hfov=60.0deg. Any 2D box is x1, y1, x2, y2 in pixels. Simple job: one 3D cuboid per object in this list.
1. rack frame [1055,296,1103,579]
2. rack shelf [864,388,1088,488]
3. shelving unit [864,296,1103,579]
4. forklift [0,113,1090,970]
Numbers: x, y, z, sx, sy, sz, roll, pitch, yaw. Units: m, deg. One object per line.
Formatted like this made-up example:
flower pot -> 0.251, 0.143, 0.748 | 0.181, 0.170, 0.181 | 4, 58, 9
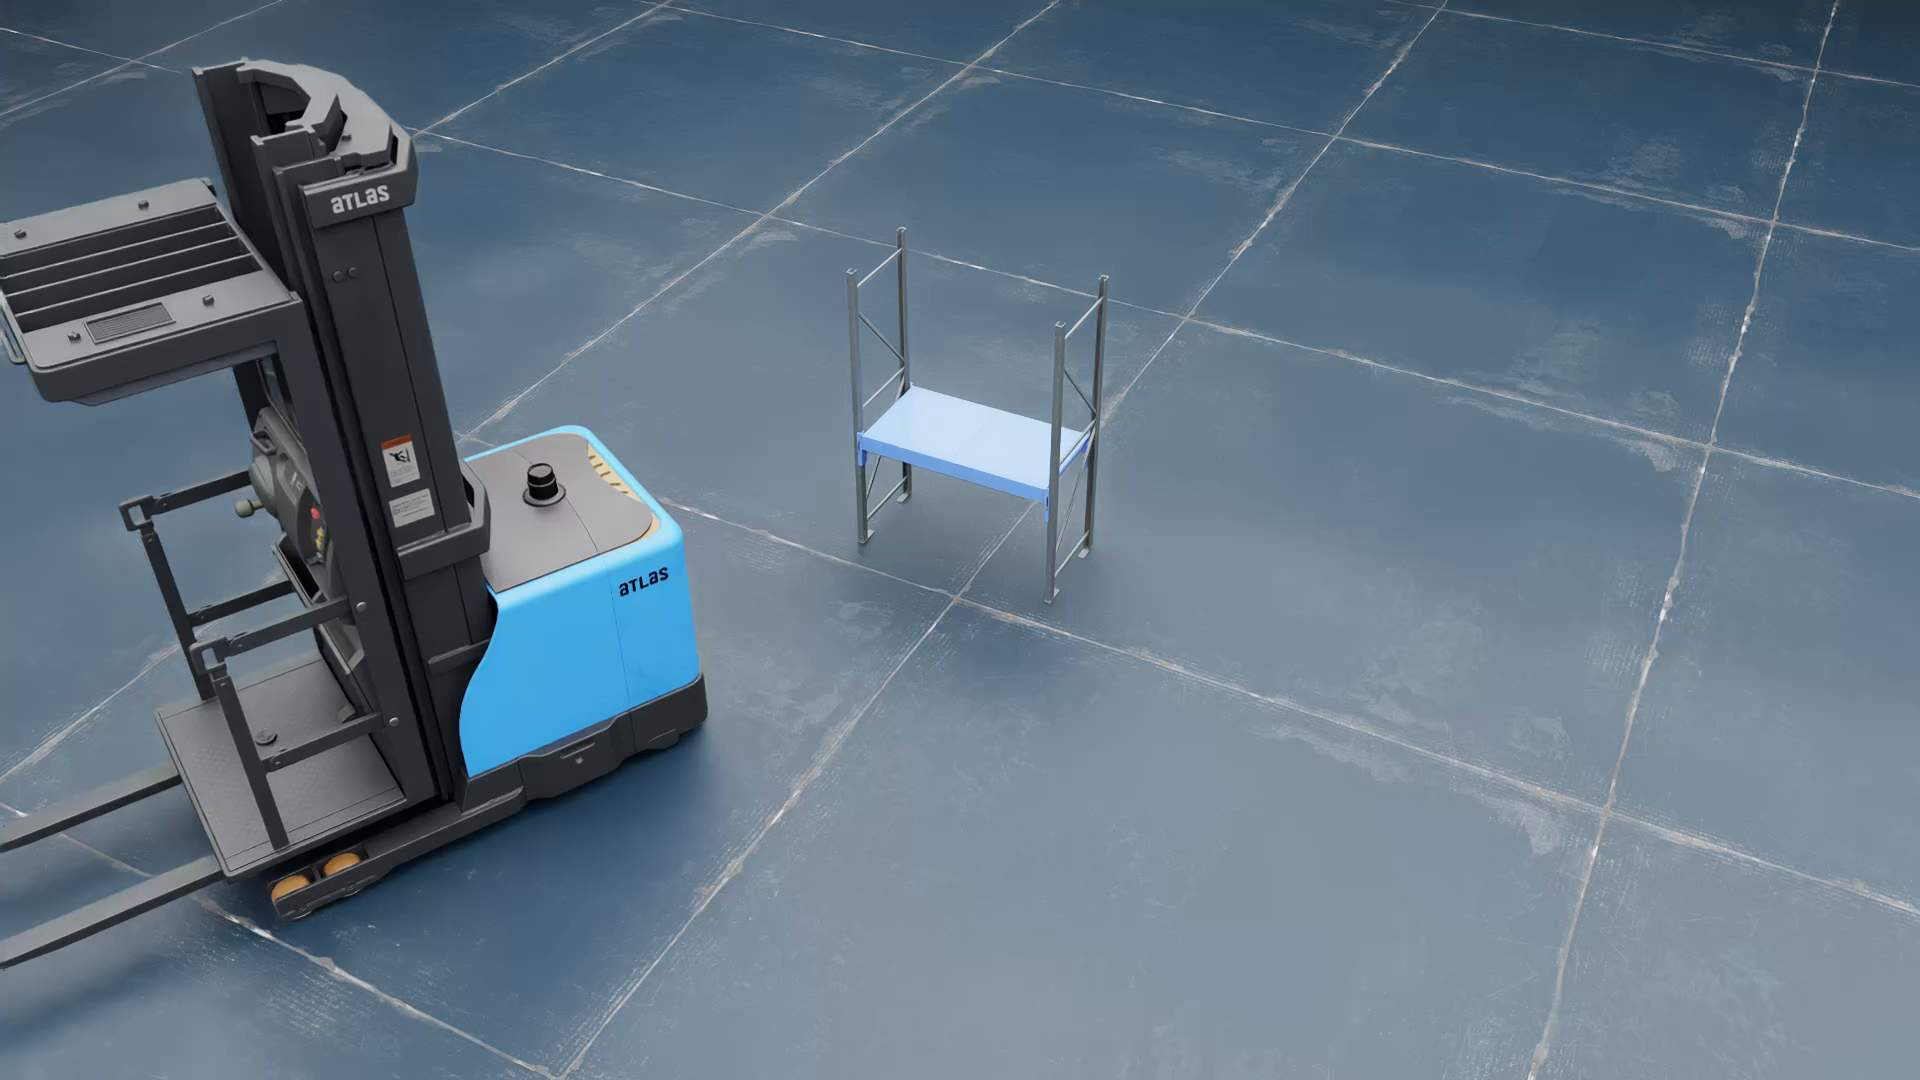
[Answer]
rack frame -> 0.528, -0.433, 7.600 | 0.013, 1.308, 0.475 | 17, 41, 21
rack shelf -> 0.076, -0.469, 7.864 | 0.952, 0.062, 0.459 | 17, 41, 21
shelving unit -> 0.094, -0.569, 7.779 | 0.991, 1.308, 0.475 | 17, 41, 21
forklift -> -8.715, -1.110, 6.756 | 15.967, 3.598, 10.324 | -23, 43, -27
